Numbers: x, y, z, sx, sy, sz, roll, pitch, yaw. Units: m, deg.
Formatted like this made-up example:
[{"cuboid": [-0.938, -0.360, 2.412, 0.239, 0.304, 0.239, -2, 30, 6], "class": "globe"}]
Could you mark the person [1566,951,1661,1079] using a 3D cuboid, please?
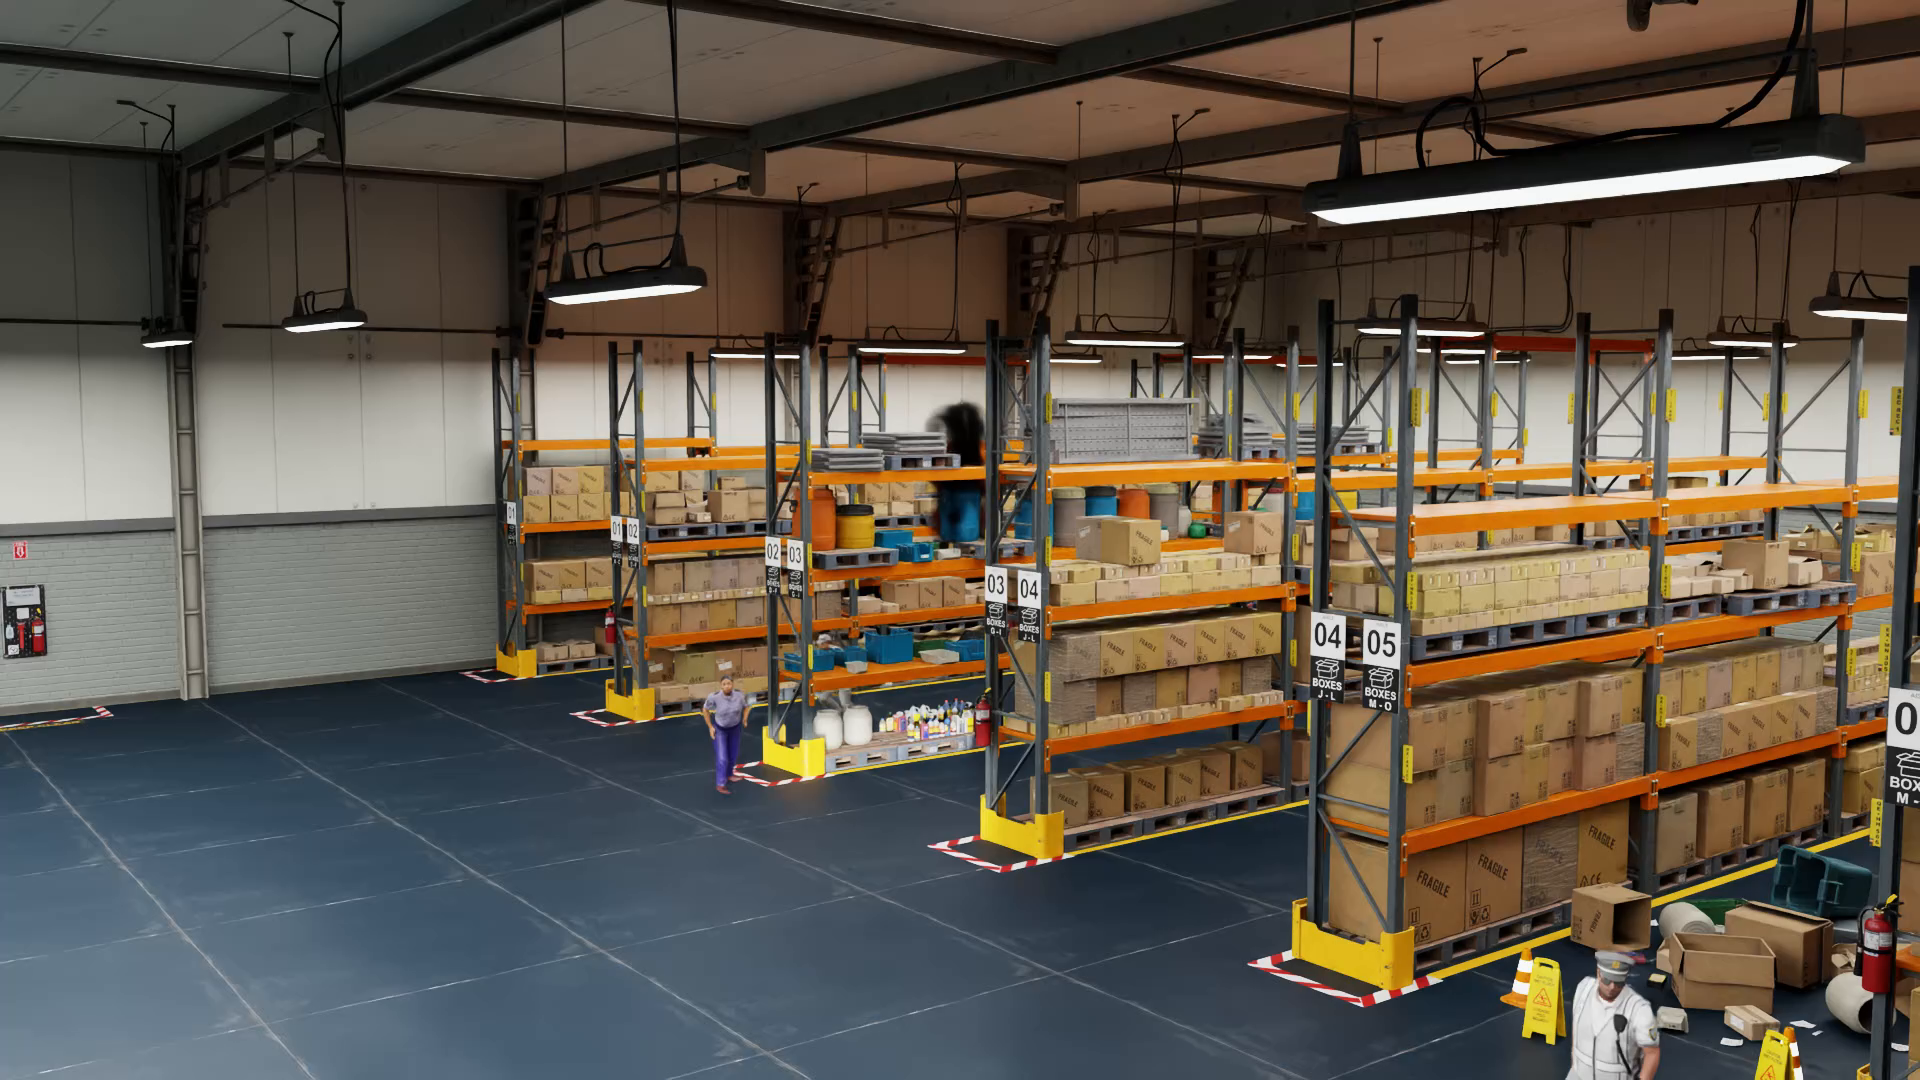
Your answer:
[{"cuboid": [4.097, 3.403, 10.519, 0.675, 1.703, 0.646, 5, 7, 43], "class": "person"}]

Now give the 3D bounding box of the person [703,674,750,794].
[{"cuboid": [-3.017, 2.496, 21.699, 0.668, 1.577, 0.865, -4, 6, -35], "class": "person"}]

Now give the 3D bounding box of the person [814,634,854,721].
[{"cuboid": [-1.940, 2.161, 25.596, 0.647, 1.500, 0.882, 4, 7, 41], "class": "person"}]
